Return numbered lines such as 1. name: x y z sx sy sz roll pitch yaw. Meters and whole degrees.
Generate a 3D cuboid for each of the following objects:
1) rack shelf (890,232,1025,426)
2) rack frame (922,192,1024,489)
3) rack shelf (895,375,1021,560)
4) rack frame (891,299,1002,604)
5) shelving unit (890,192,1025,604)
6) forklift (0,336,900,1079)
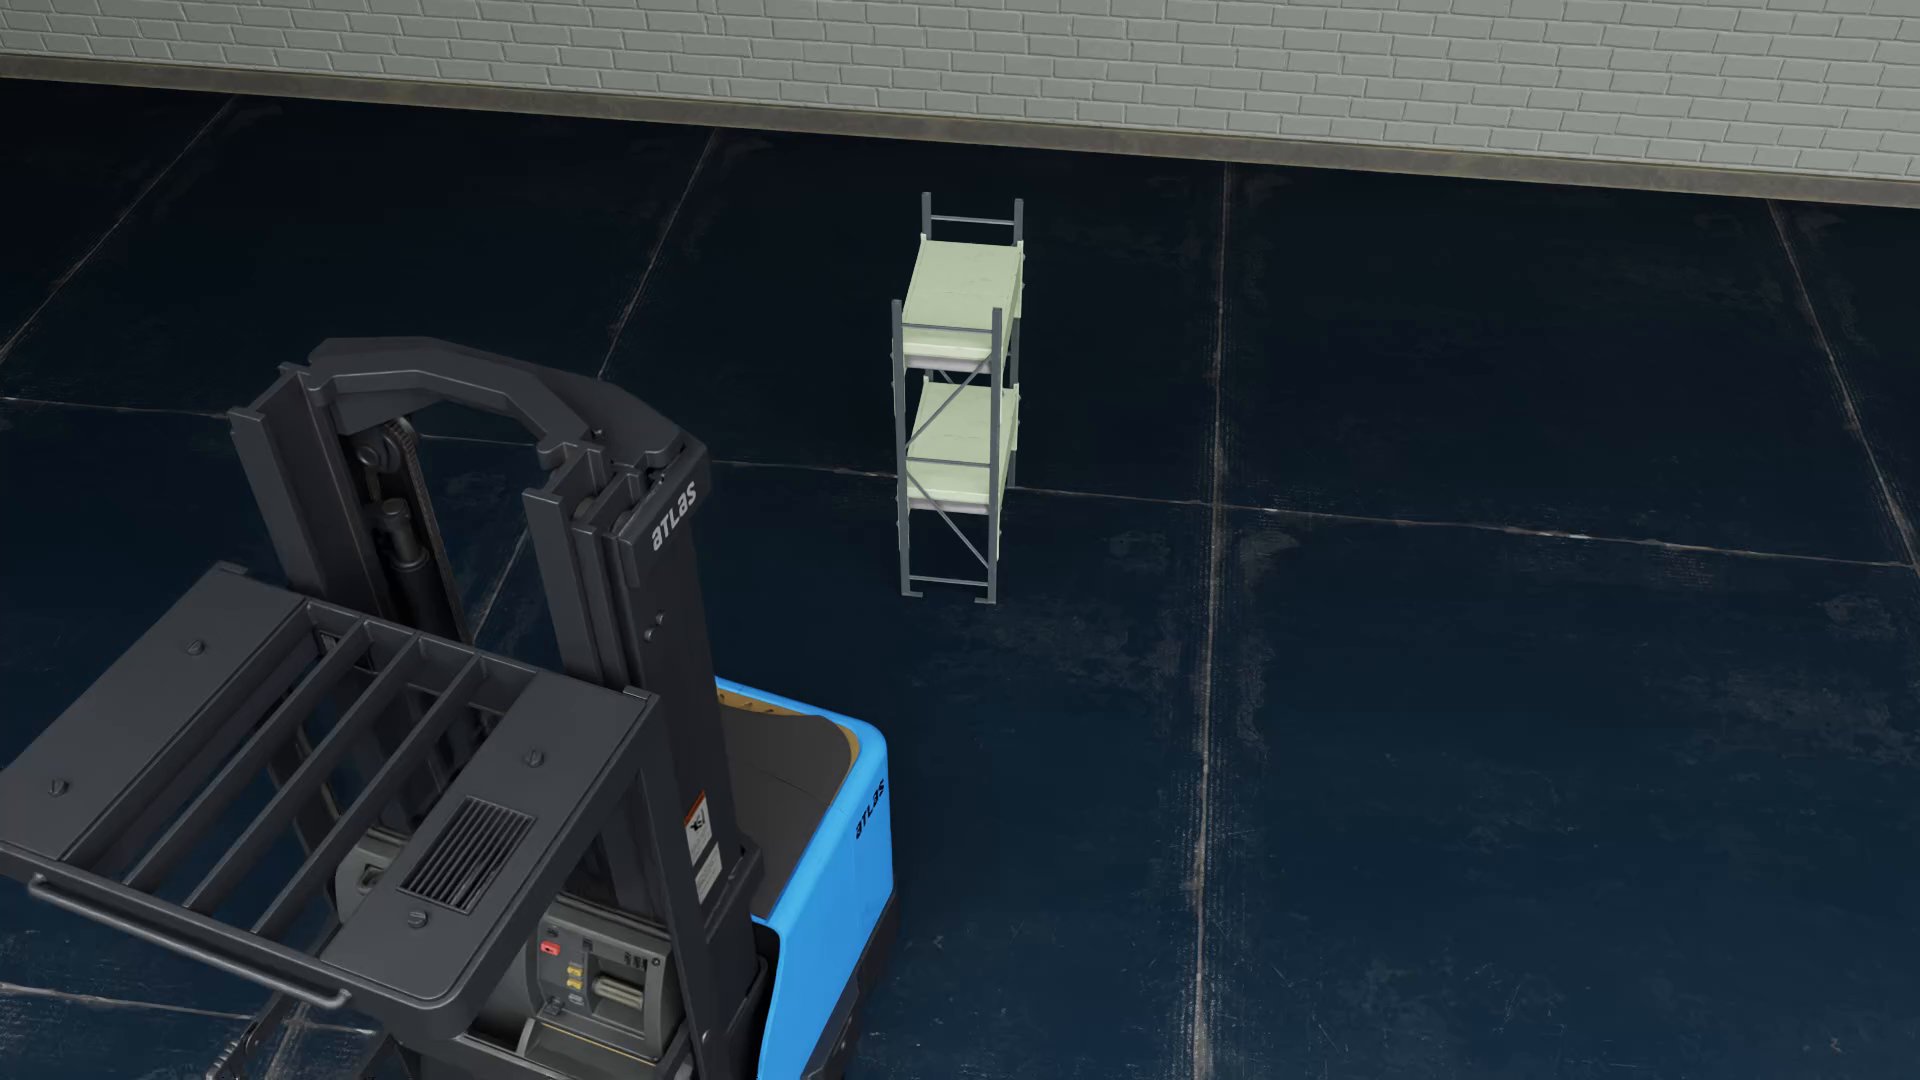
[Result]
1. rack shelf: 0.001 -0.833 6.493 0.431 0.370 0.720 5 44 6
2. rack frame: 0.049 -0.799 7.025 0.400 1.500 0.023 5 44 6
3. rack shelf: 0.001 -0.312 6.985 0.431 0.370 0.720 5 44 6
4. rack frame: -0.048 -0.300 6.498 0.400 1.500 0.023 5 44 6
5. shelving unit: 0.001 -0.549 6.761 0.431 1.500 0.755 5 44 6
6. forklift: -1.214 1.117 3.960 1.130 2.935 3.031 15 45 15
